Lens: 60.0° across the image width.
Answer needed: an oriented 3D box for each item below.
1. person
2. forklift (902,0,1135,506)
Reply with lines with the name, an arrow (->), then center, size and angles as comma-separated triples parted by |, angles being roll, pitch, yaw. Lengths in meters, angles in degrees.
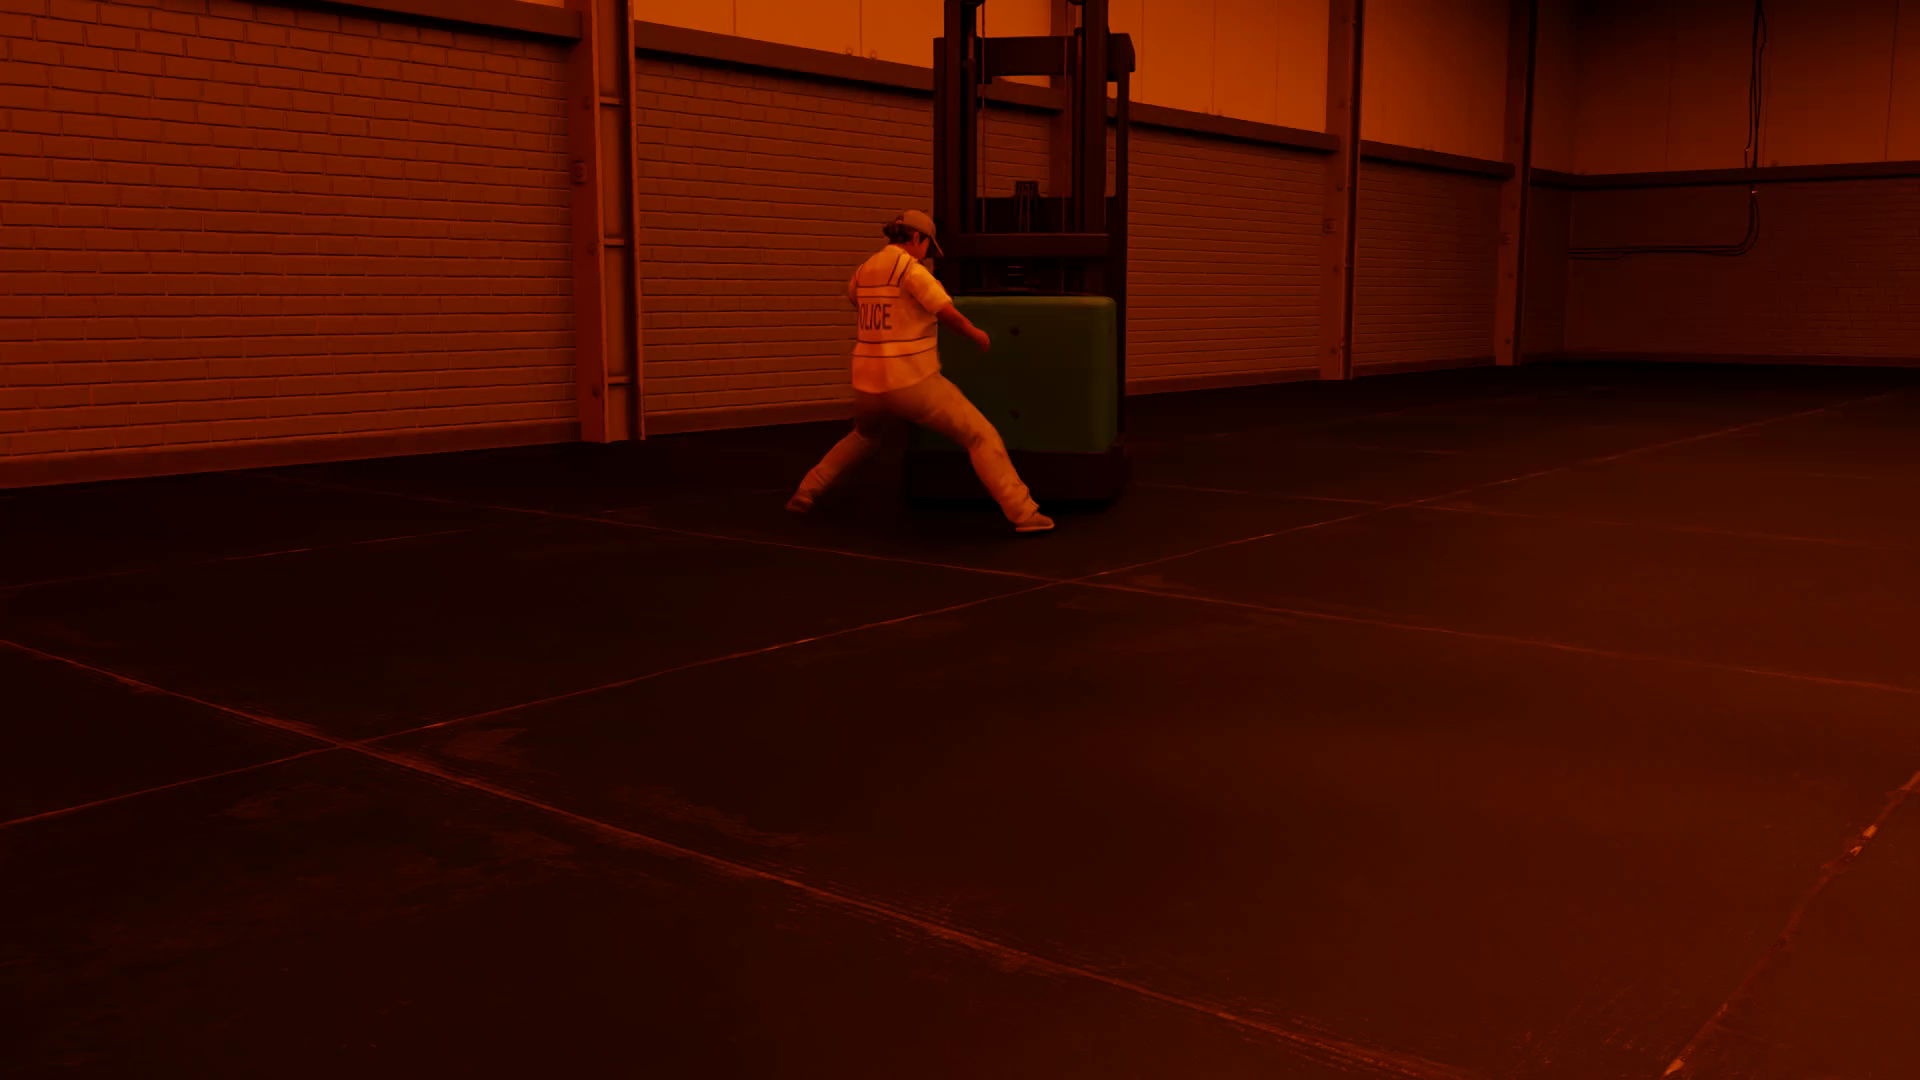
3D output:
person -> -0.206, -0.798, 7.794 | 0.787, 1.462, 1.282 | -7, 11, -40
forklift -> 0.431, -1.800, 9.586 | 1.130, 2.935, 3.031 | 1, 8, 8
